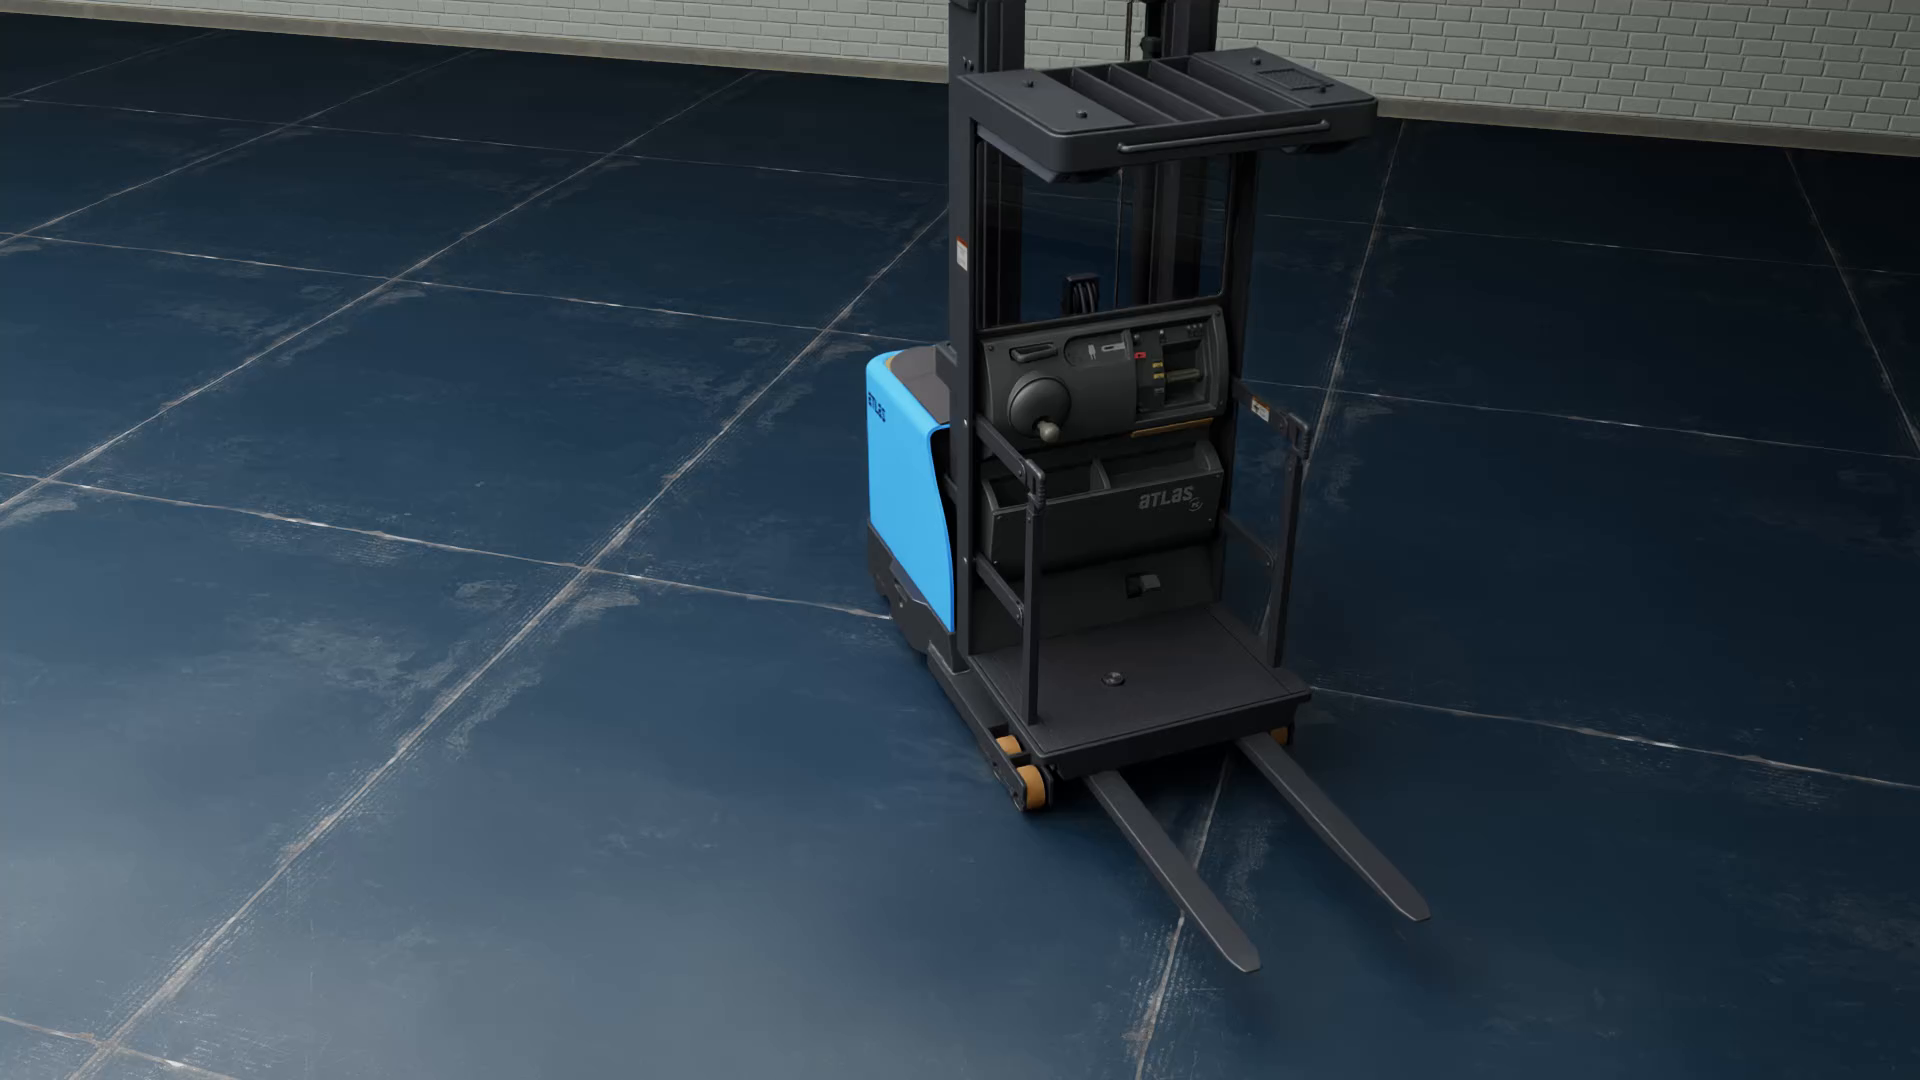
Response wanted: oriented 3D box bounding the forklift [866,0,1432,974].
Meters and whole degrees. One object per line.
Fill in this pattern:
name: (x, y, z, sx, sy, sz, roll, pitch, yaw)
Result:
forklift: (0.605, -0.536, 5.699, 1.130, 2.935, 3.031, -11, 31, -19)
